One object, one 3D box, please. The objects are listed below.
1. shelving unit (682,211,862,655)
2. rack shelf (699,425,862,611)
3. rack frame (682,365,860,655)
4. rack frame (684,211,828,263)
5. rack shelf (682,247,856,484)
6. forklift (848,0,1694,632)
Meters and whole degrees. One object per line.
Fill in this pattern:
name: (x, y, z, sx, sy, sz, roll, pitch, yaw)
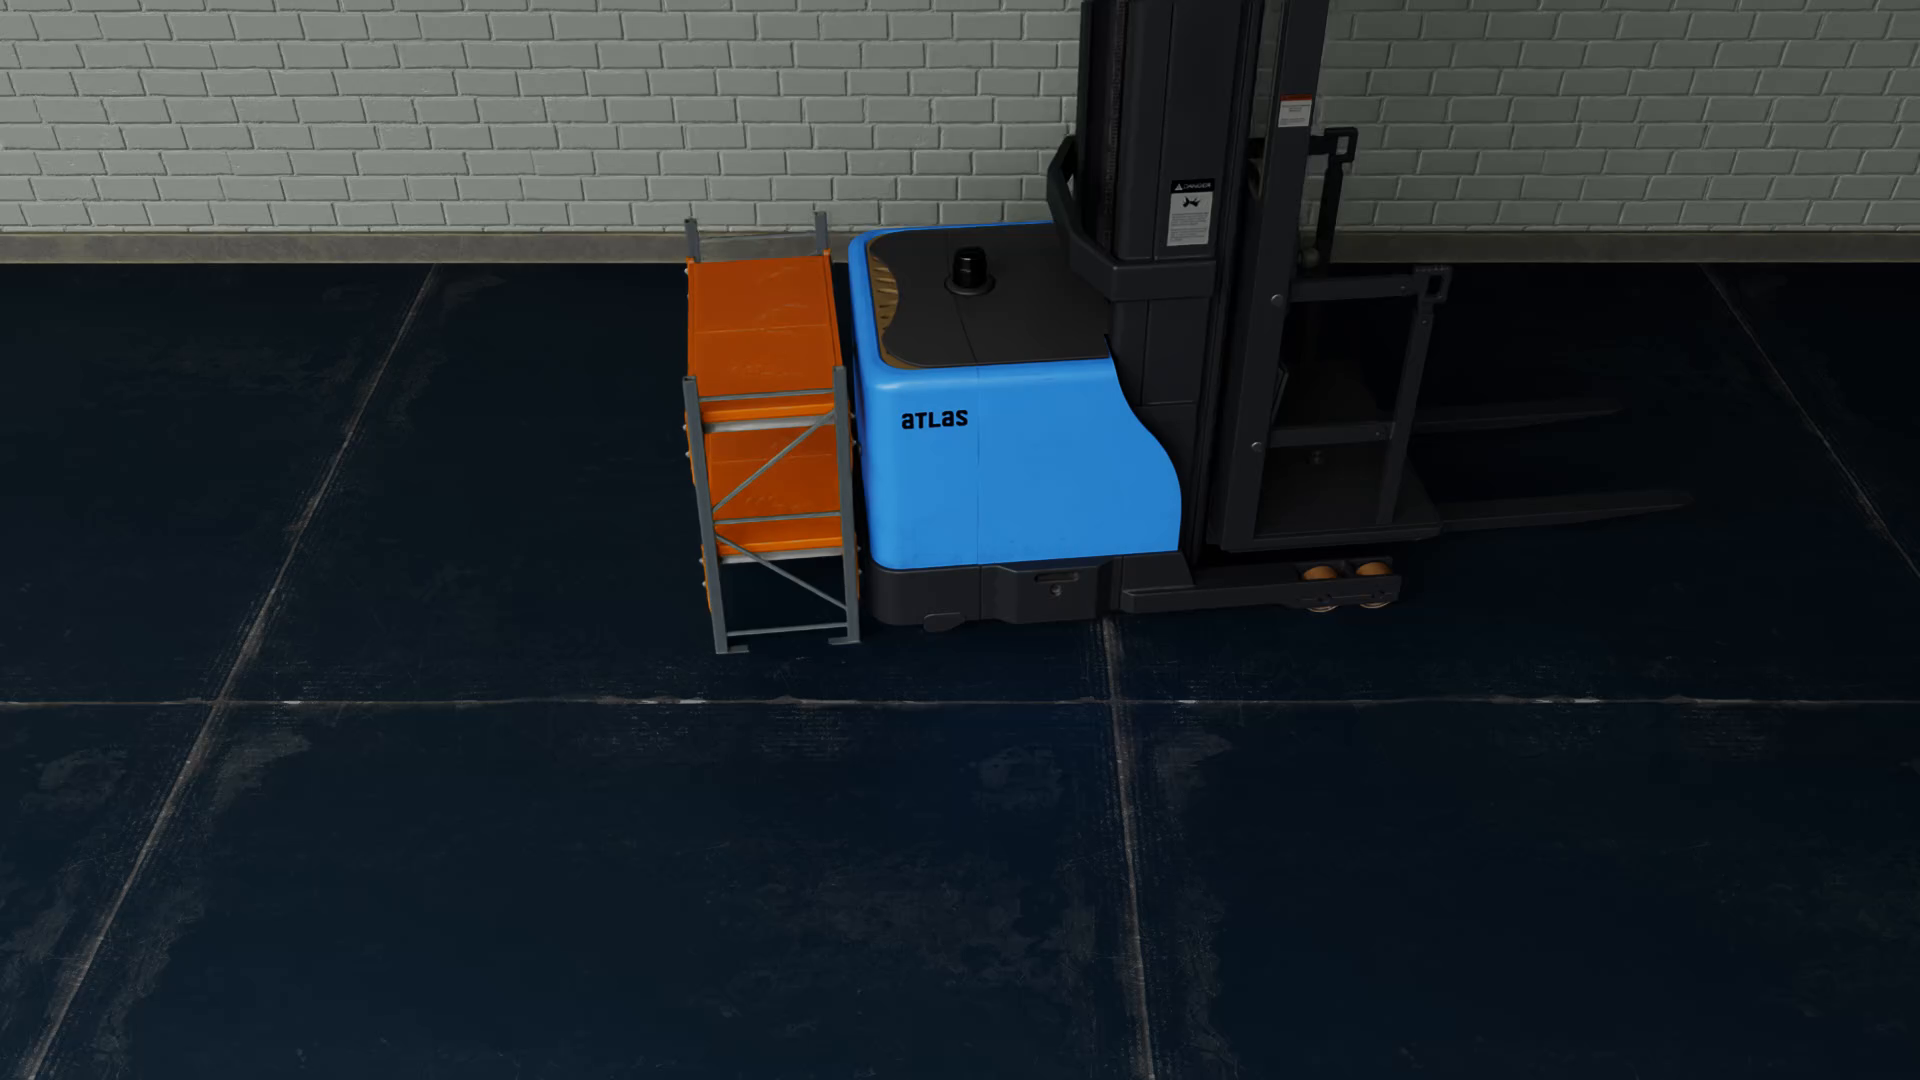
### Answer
shelving unit: (-0.660, -0.386, 5.832, 0.538, 1.125, 1.048, -4, 39, -5)
rack shelf: (-0.660, -0.195, 5.985, 0.538, 0.278, 1.000, -4, 39, -5)
rack frame: (-0.597, -0.070, 5.438, 0.500, 1.125, 0.032, -4, 39, -5)
rack frame: (-0.722, -0.701, 6.226, 0.500, 1.125, 0.032, -4, 39, -5)
rack shelf: (-0.660, -0.614, 5.649, 0.538, 0.278, 1.000, -4, 39, -5)
forklift: (1.142, -1.213, 5.420, 3.031, 2.935, 1.130, -4, 39, -5)
